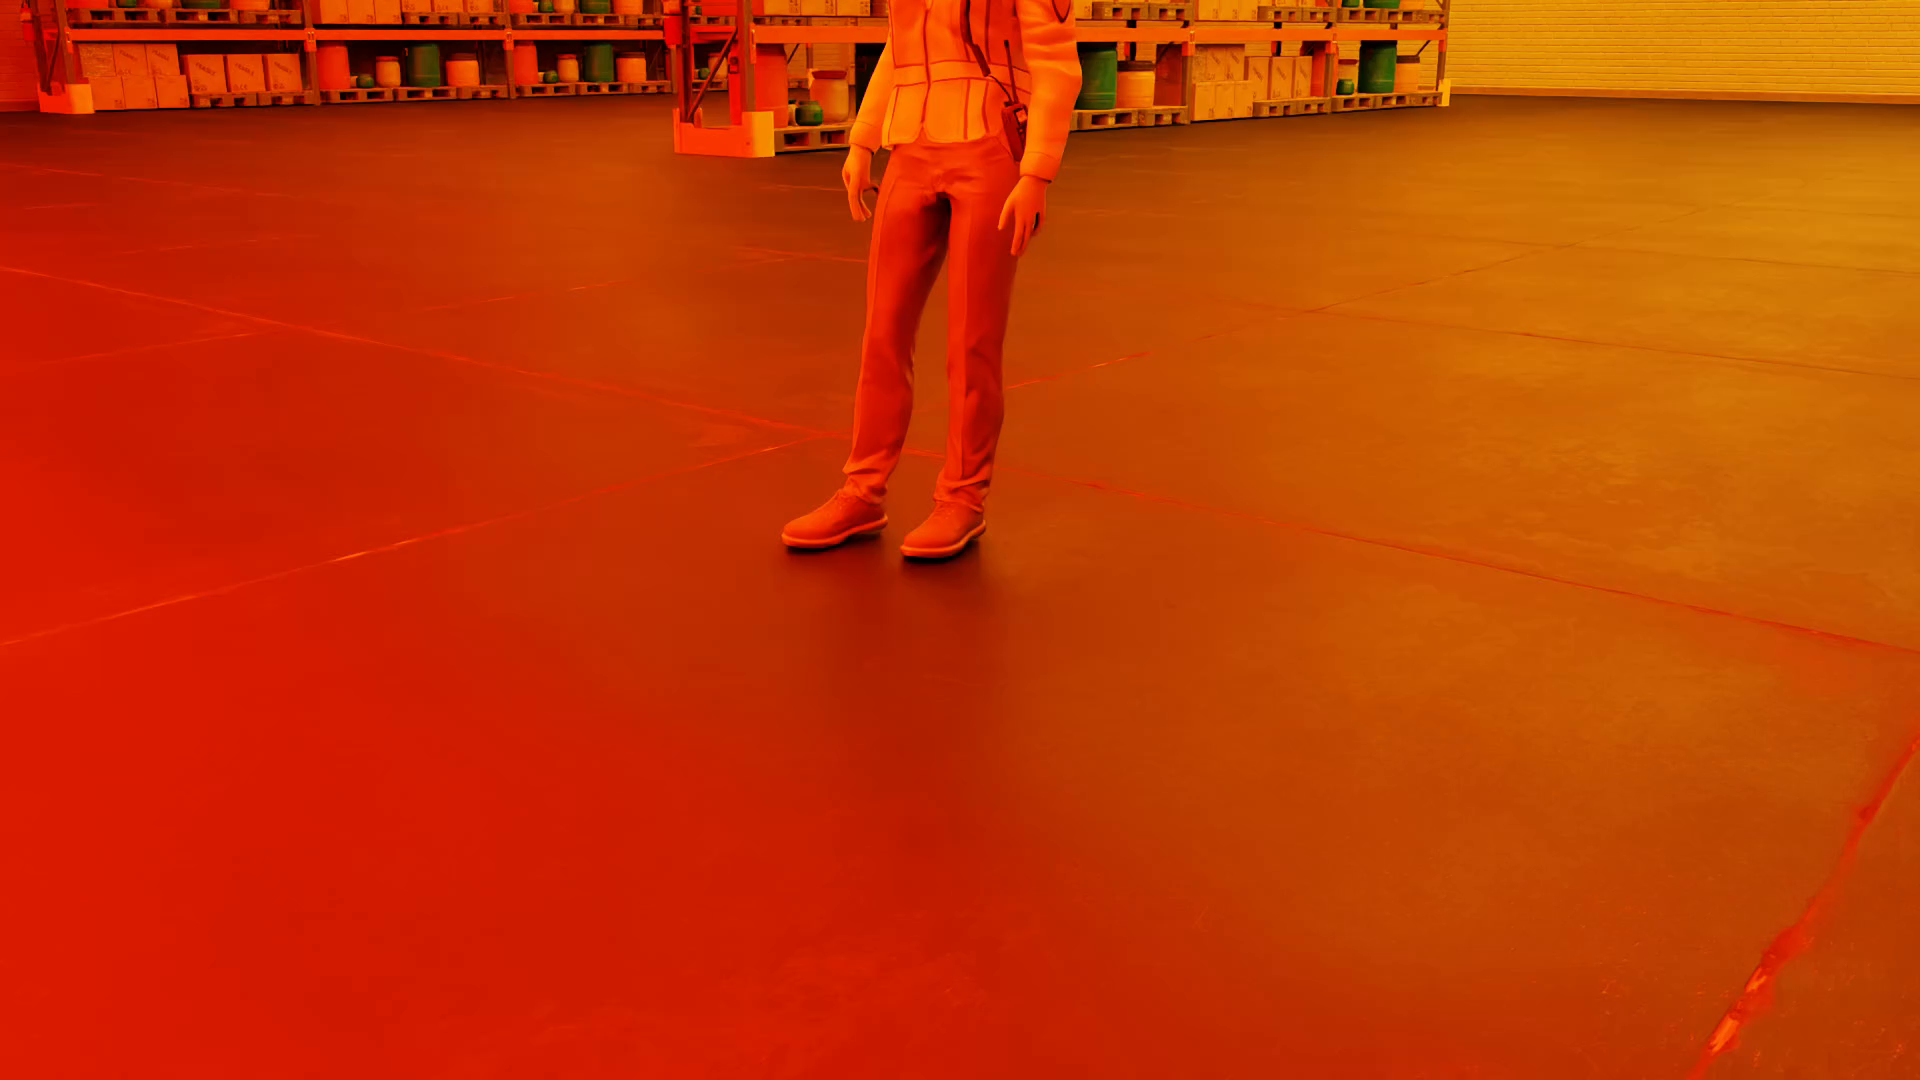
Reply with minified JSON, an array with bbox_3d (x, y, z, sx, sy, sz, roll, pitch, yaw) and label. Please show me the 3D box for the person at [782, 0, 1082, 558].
[{"bbox_3d":[-0.049,-0.803,3.647,0.586,1.694,0.530,13,21,37],"label":"person"}]
